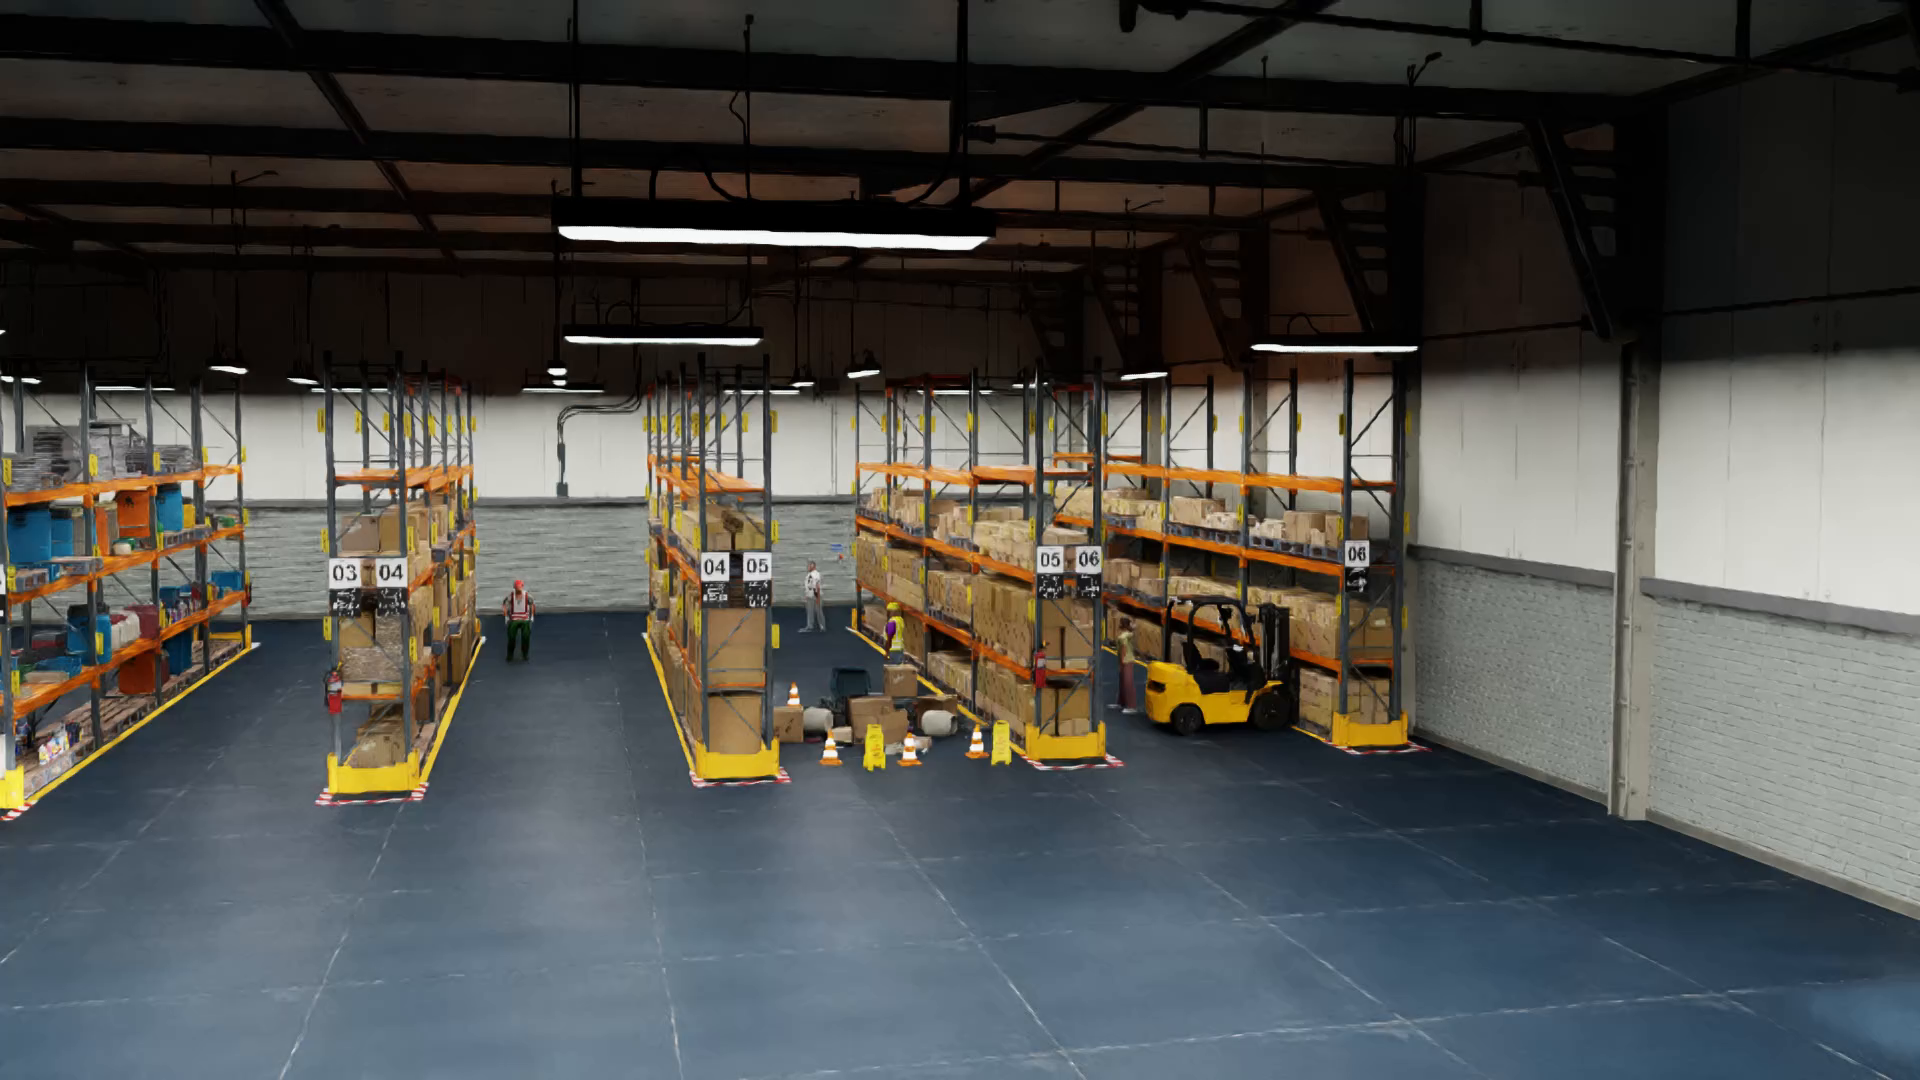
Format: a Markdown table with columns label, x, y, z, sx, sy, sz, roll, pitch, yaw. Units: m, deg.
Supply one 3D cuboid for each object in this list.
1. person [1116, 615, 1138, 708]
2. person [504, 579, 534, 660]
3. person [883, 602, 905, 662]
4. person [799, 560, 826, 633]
| label | x | y | z | sx | sy | sz | roll | pitch | yaw |
| --- | --- | --- | --- | --- | --- | --- | --- | --- | --- |
| person | 2.908 | 2.108 | 28.905 | 0.437 | 1.603 | 0.532 | 1 | 4 | 18 |
| person | -9.327 | 1.691 | 35.214 | 0.617 | 1.742 | 0.547 | -1 | 4 | -15 |
| person | -1.247 | 2.000 | 30.289 | 0.560 | 1.764 | 0.669 | 1 | 4 | 11 |
| person | -3.507 | 1.349 | 39.922 | 0.537 | 1.747 | 0.653 | -2 | 5 | -28 |
